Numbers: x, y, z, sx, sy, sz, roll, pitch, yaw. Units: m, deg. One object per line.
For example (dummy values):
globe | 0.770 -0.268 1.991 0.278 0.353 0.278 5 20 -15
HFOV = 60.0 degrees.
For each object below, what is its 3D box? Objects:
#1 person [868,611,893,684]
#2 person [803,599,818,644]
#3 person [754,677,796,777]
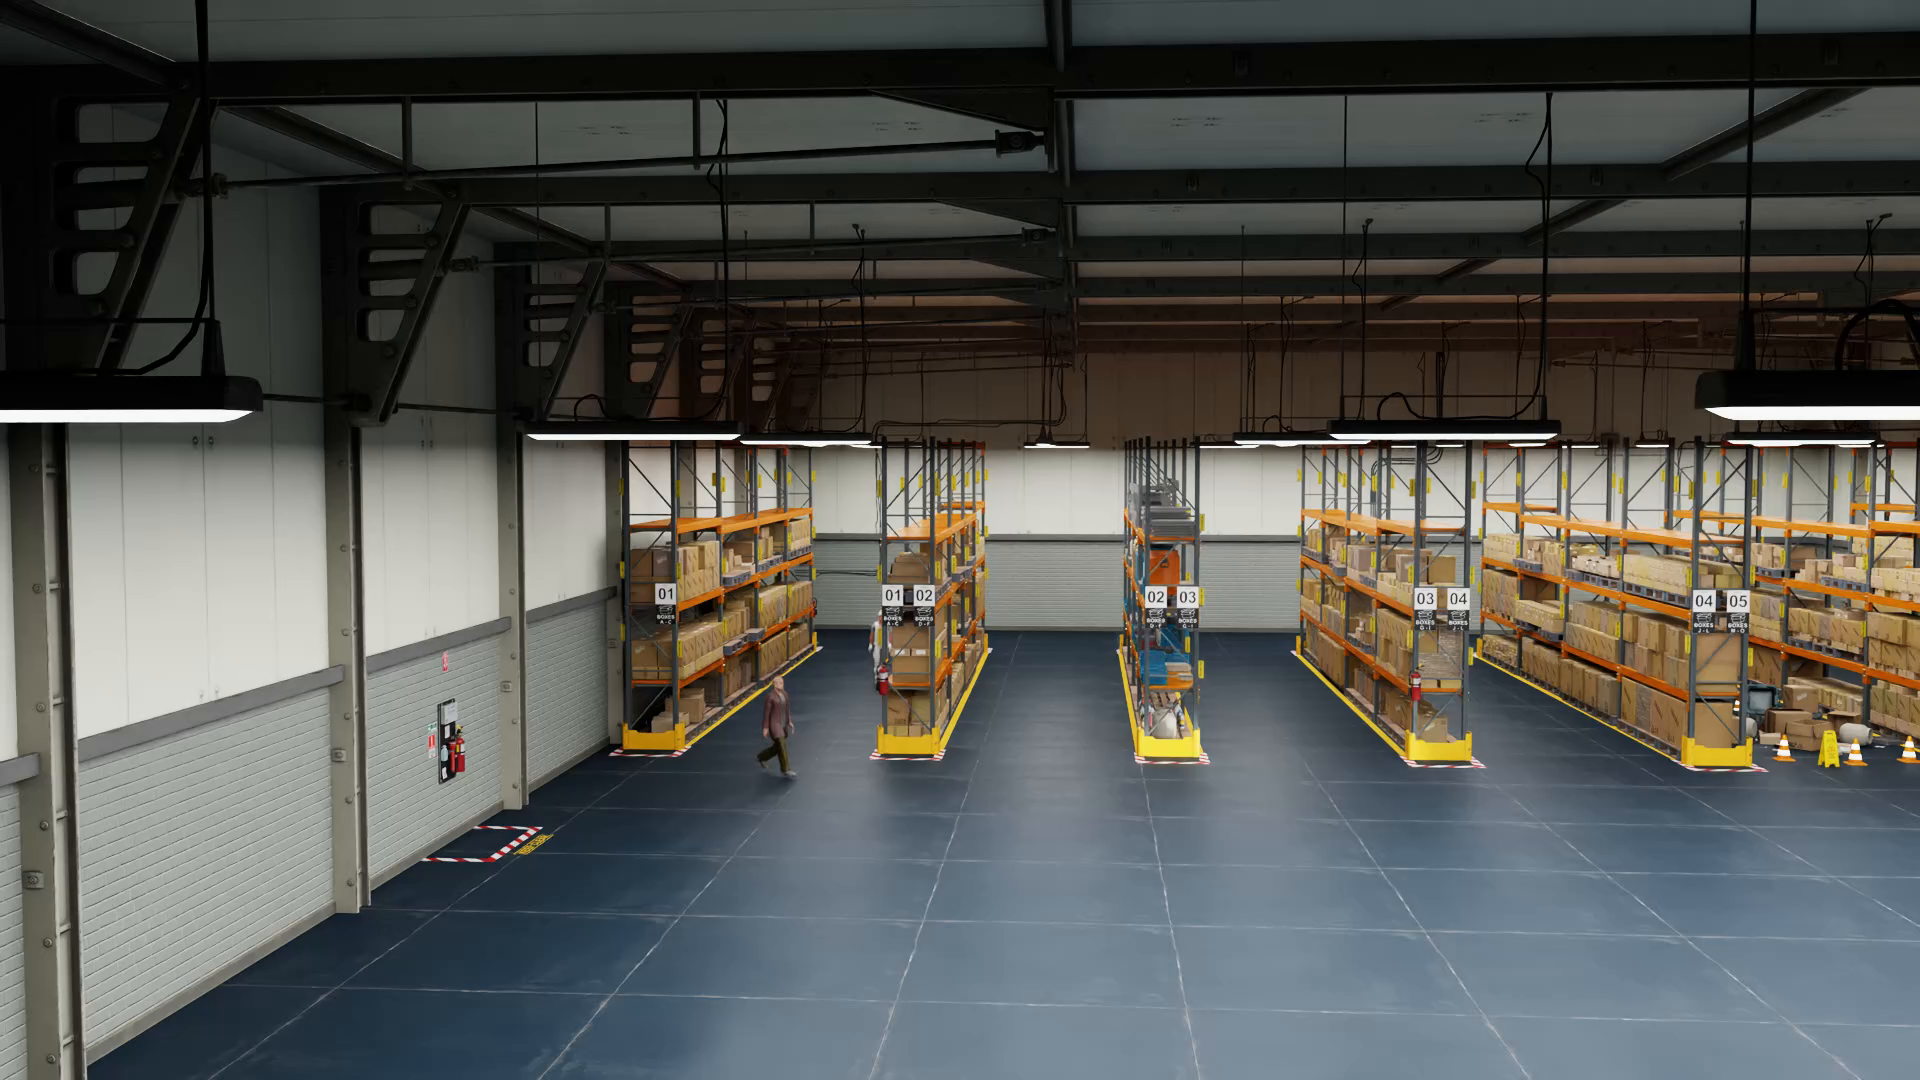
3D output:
person | -1.950 2.633 41.109 0.588 1.769 0.867 -1 3 -11
person | -4.506 2.217 49.275 0.660 1.707 0.528 0 3 5
person | -3.238 3.275 29.364 1.053 1.740 0.631 2 4 30
